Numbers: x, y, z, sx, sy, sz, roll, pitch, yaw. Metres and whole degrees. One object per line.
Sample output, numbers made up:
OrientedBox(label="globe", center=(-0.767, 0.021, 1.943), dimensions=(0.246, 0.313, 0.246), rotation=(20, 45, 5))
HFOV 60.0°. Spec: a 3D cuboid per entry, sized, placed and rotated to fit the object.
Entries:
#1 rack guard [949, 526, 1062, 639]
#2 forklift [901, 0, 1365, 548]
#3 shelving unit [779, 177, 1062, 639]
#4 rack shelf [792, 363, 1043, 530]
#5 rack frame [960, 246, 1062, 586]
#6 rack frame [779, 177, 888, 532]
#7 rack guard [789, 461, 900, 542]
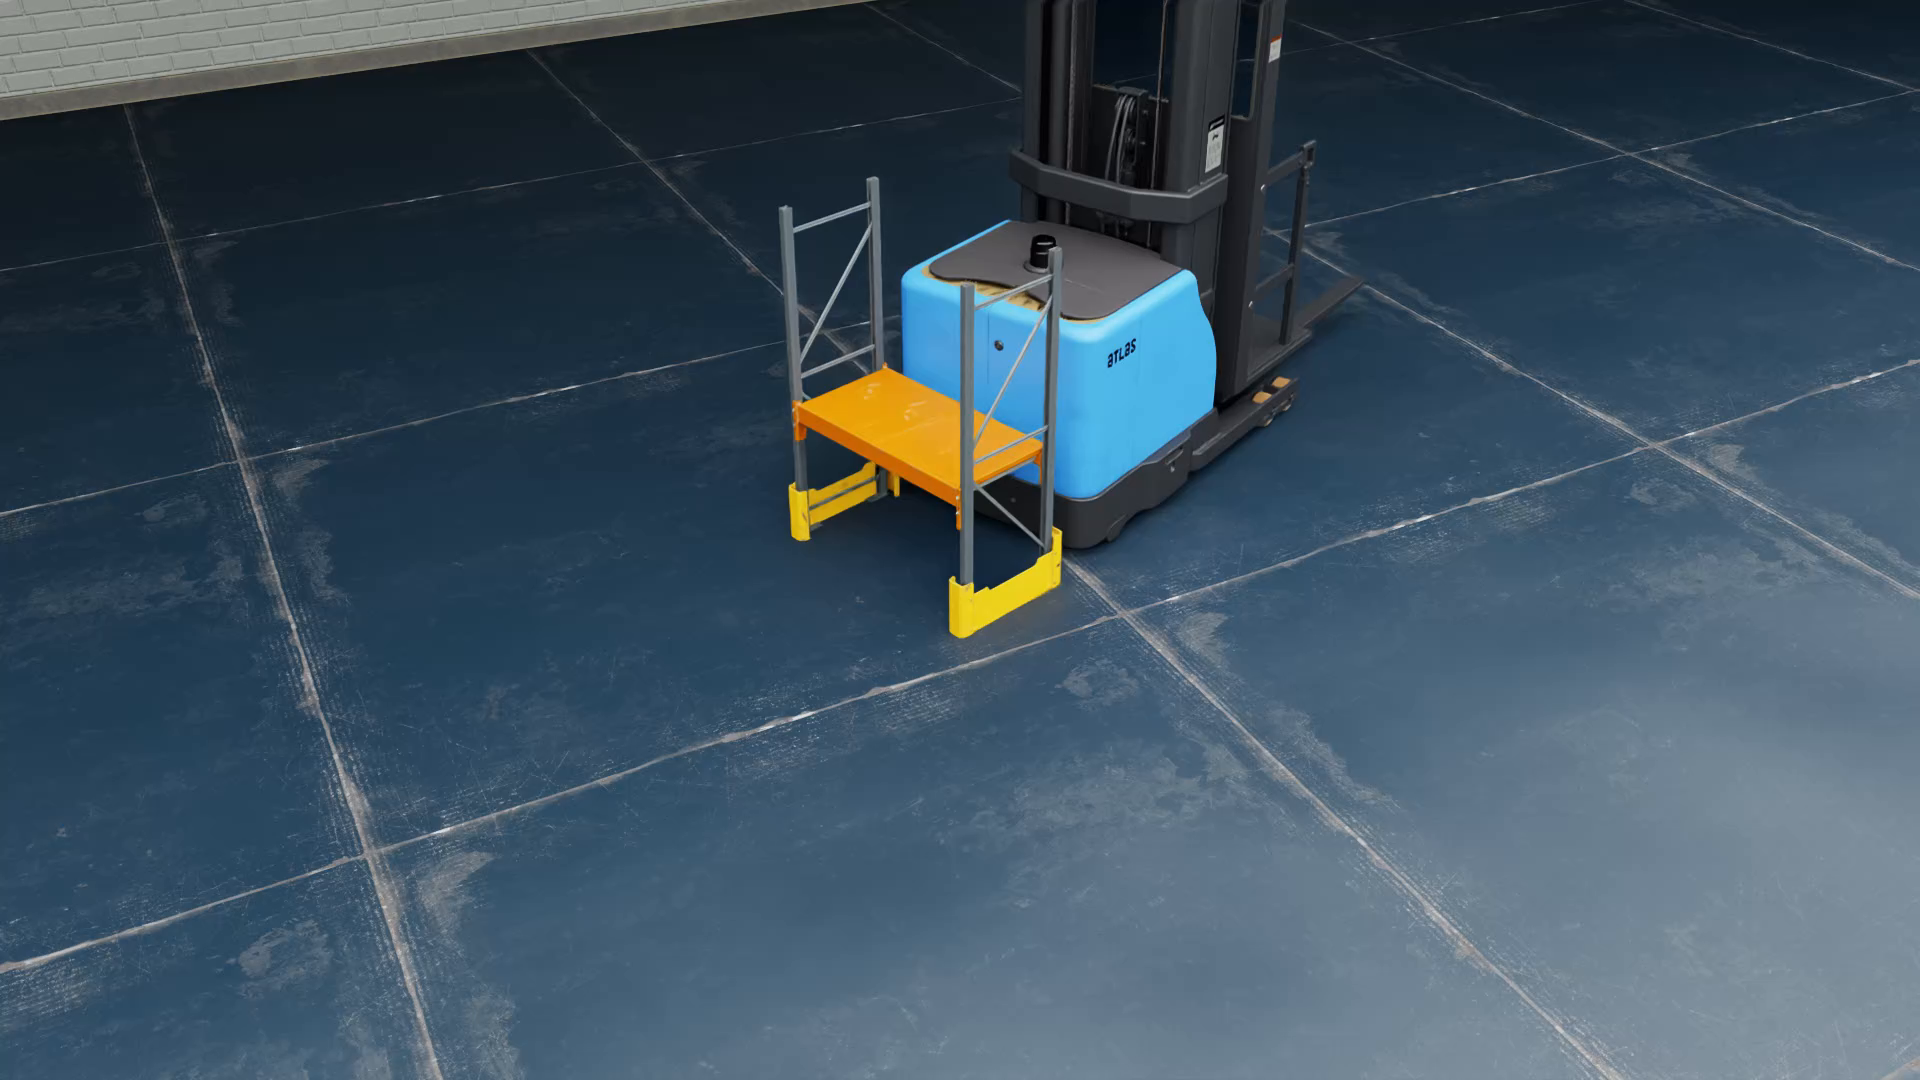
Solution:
OrientedBox(label="rack guard", center=(0.188, 0.167, 6.757), dimensions=(0.587, 0.250, 0.087), rotation=(-28, 42, -36))
OrientedBox(label="forklift", center=(1.026, -1.935, 7.554), dimensions=(1.130, 2.935, 3.031), rotation=(22, 39, 31))
OrientedBox(label="shelving unit", center=(-0.159, -0.552, 6.721), dimensions=(0.587, 1.500, 1.083), rotation=(-28, 42, -36))
OrientedBox(label="rack shelf", center=(-0.165, -0.404, 6.824), dimensions=(0.538, 0.185, 1.000), rotation=(-28, 42, -36))
OrientedBox(label="rack frame", center=(0.189, -0.359, 6.420), dimensions=(0.500, 1.500, 0.032), rotation=(-28, 42, -36))
OrientedBox(label="rack frame", center=(-0.519, -0.752, 7.034), dimensions=(0.500, 1.500, 0.032), rotation=(-28, 42, -36))
OrientedBox(label="rack guard", center=(-0.505, -0.218, 7.359), dimensions=(0.587, 0.250, 0.087), rotation=(-28, 42, -36))
